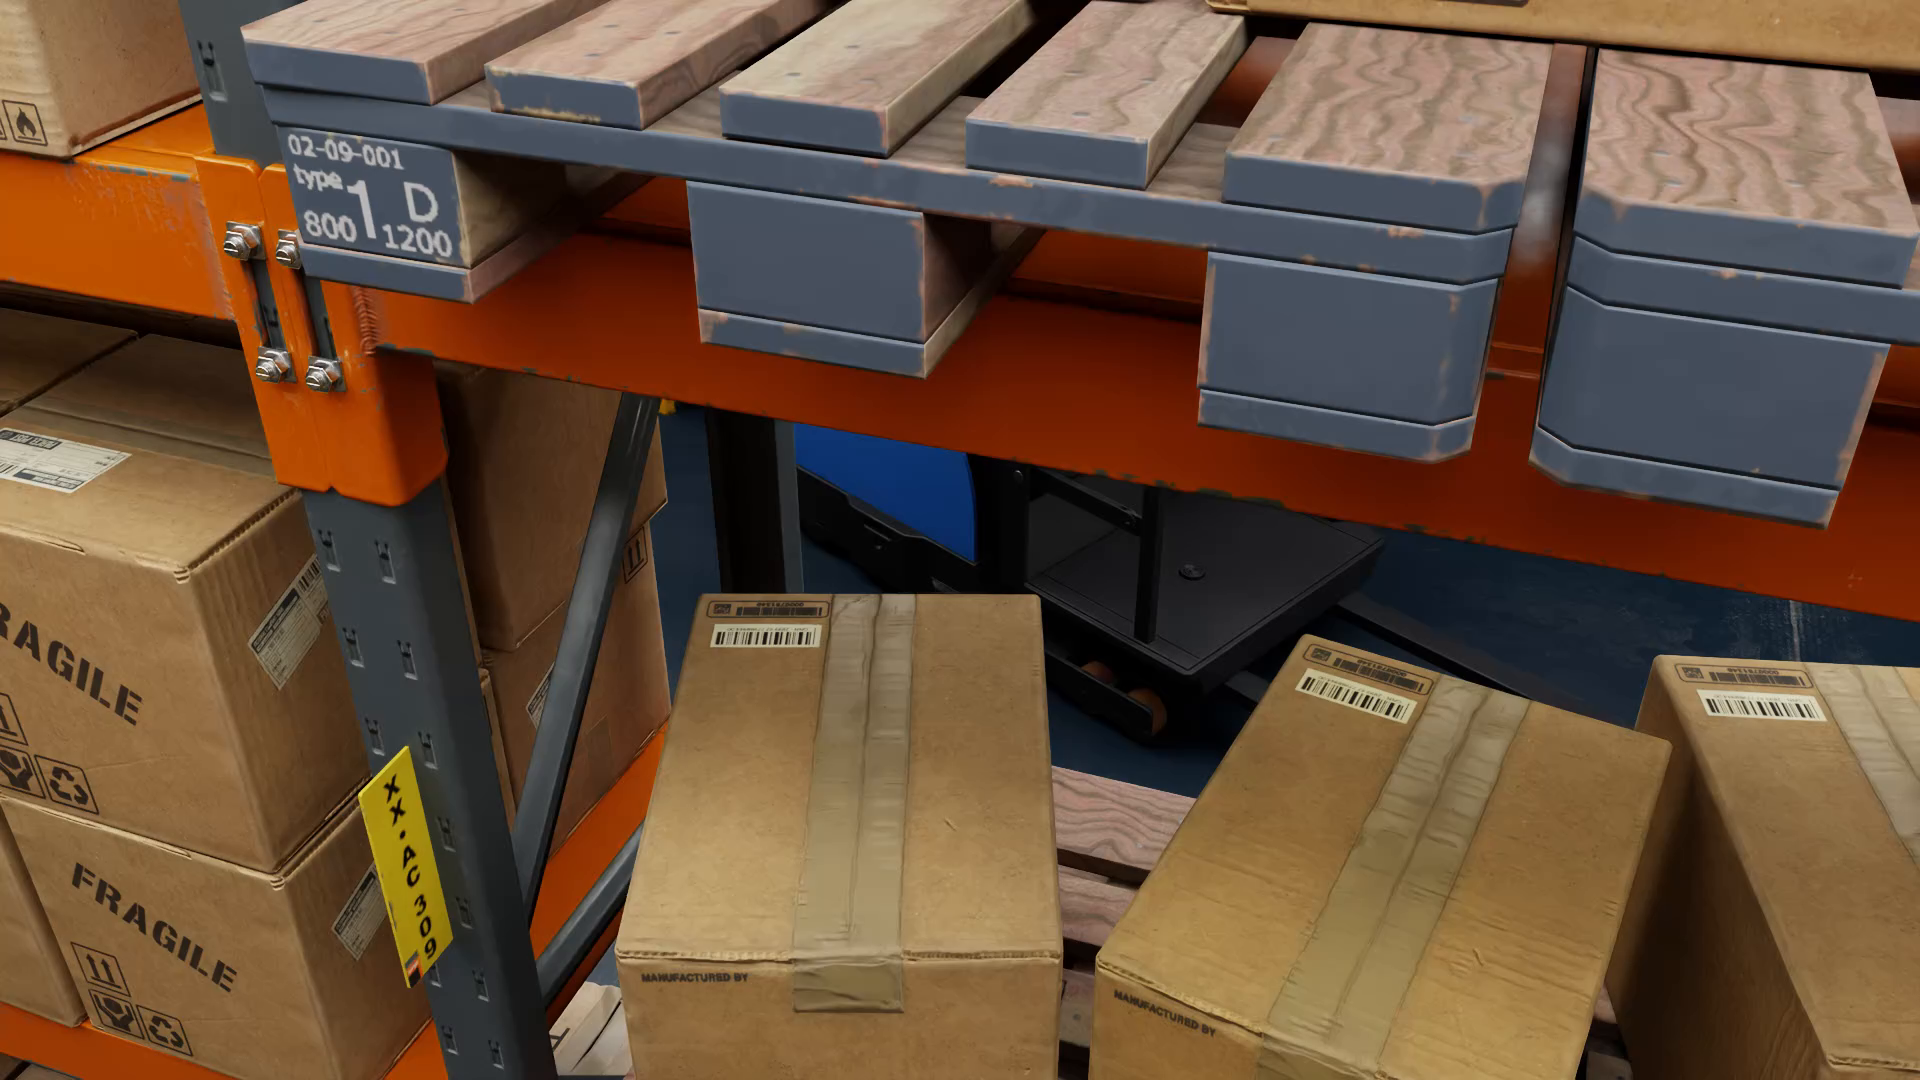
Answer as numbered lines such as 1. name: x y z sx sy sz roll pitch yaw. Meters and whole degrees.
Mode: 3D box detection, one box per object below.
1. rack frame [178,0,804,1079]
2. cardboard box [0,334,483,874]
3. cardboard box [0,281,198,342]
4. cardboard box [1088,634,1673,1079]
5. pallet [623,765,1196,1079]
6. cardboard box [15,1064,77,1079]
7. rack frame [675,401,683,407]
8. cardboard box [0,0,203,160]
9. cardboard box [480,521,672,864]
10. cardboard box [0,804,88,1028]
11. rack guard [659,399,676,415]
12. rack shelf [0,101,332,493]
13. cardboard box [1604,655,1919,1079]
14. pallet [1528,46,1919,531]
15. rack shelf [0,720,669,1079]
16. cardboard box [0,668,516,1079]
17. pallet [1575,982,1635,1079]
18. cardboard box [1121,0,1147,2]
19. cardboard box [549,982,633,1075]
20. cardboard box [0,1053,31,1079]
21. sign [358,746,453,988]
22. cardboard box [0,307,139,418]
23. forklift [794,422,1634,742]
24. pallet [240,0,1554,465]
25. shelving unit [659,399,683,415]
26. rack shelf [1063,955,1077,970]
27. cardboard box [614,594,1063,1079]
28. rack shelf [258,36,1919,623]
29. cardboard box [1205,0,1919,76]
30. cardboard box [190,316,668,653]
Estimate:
1. rack frame: -0.505 0.494 2.720 0.053 2.616 0.949 11 34 16
2. cardboard box: -1.068 0.070 2.362 0.500 0.500 0.500 11 34 17
3. cardboard box: -1.339 -0.294 2.926 0.500 0.500 0.500 10 34 15
4. cardboard box: 0.535 0.568 2.125 0.500 0.500 0.700 17 36 24
5. pallet: 0.211 0.775 2.461 1.213 0.211 1.003 11 34 16
6. cardboard box: -1.842 1.340 3.482 0.500 0.311 0.500 11 34 16
7. rack frame: -1.112 -1.303 6.885 0.032 1.500 0.500 20 38 28
8. cardboard box: -1.052 -0.658 1.877 0.500 0.250 0.500 11 34 16
9. cardboard box: -0.892 0.218 3.055 0.500 0.500 0.500 12 35 18
10. cardboard box: -1.547 0.396 2.779 0.500 0.500 0.500 12 35 18
11. rack guard: -1.111 -0.778 7.224 0.087 0.250 0.587 20 38 28
12. rack shelf: -2.387 -0.832 2.671 4.000 0.370 1.077 11 34 16
13. cardboard box: 1.180 0.566 2.129 0.500 0.500 0.700 3 33 4
14. pallet: 1.063 -0.346 1.428 1.003 0.211 1.213 11 34 16
15. rack shelf: -2.387 0.428 3.484 4.000 0.370 1.077 11 34 16
16. cardboard box: -1.061 0.490 2.634 0.500 0.500 0.500 12 35 17
17. pallet: 1.429 0.951 2.188 1.213 0.211 1.003 11 34 16
18. cardboard box: -0.055 -0.899 1.539 0.600 0.600 0.600 8 34 12
19. cardboard box: -0.826 1.250 3.622 0.500 0.311 0.500 11 34 16
20. cardboard box: -2.275 1.015 3.808 0.637 0.503 0.797 11 34 16
21. sign: -0.680 0.407 2.056 0.005 0.325 0.100 11 34 16
22. cardboard box: -1.551 -0.023 2.506 0.500 0.500 0.500 10 34 16
23. forklift: 0.730 -0.915 4.964 1.130 2.935 3.031 -28 42 -36
24. pallet: 0.086 -0.534 1.719 1.003 0.211 1.213 11 34 16
25. shelving unit: -0.697 -1.152 6.651 1.083 1.500 0.587 20 38 28
26. rack shelf: 1.379 1.160 2.350 4.000 0.370 1.077 11 34 16
27. cardboard box: -0.134 0.475 2.270 0.500 0.500 0.700 0 33 0
28. rack shelf: 1.379 -0.100 1.537 4.000 0.370 1.077 11 34 16
29. cardboard box: 0.582 -0.788 1.368 0.600 0.600 0.600 11 34 16
30. cardboard box: -0.853 -0.200 2.780 0.500 0.500 0.500 12 35 18
